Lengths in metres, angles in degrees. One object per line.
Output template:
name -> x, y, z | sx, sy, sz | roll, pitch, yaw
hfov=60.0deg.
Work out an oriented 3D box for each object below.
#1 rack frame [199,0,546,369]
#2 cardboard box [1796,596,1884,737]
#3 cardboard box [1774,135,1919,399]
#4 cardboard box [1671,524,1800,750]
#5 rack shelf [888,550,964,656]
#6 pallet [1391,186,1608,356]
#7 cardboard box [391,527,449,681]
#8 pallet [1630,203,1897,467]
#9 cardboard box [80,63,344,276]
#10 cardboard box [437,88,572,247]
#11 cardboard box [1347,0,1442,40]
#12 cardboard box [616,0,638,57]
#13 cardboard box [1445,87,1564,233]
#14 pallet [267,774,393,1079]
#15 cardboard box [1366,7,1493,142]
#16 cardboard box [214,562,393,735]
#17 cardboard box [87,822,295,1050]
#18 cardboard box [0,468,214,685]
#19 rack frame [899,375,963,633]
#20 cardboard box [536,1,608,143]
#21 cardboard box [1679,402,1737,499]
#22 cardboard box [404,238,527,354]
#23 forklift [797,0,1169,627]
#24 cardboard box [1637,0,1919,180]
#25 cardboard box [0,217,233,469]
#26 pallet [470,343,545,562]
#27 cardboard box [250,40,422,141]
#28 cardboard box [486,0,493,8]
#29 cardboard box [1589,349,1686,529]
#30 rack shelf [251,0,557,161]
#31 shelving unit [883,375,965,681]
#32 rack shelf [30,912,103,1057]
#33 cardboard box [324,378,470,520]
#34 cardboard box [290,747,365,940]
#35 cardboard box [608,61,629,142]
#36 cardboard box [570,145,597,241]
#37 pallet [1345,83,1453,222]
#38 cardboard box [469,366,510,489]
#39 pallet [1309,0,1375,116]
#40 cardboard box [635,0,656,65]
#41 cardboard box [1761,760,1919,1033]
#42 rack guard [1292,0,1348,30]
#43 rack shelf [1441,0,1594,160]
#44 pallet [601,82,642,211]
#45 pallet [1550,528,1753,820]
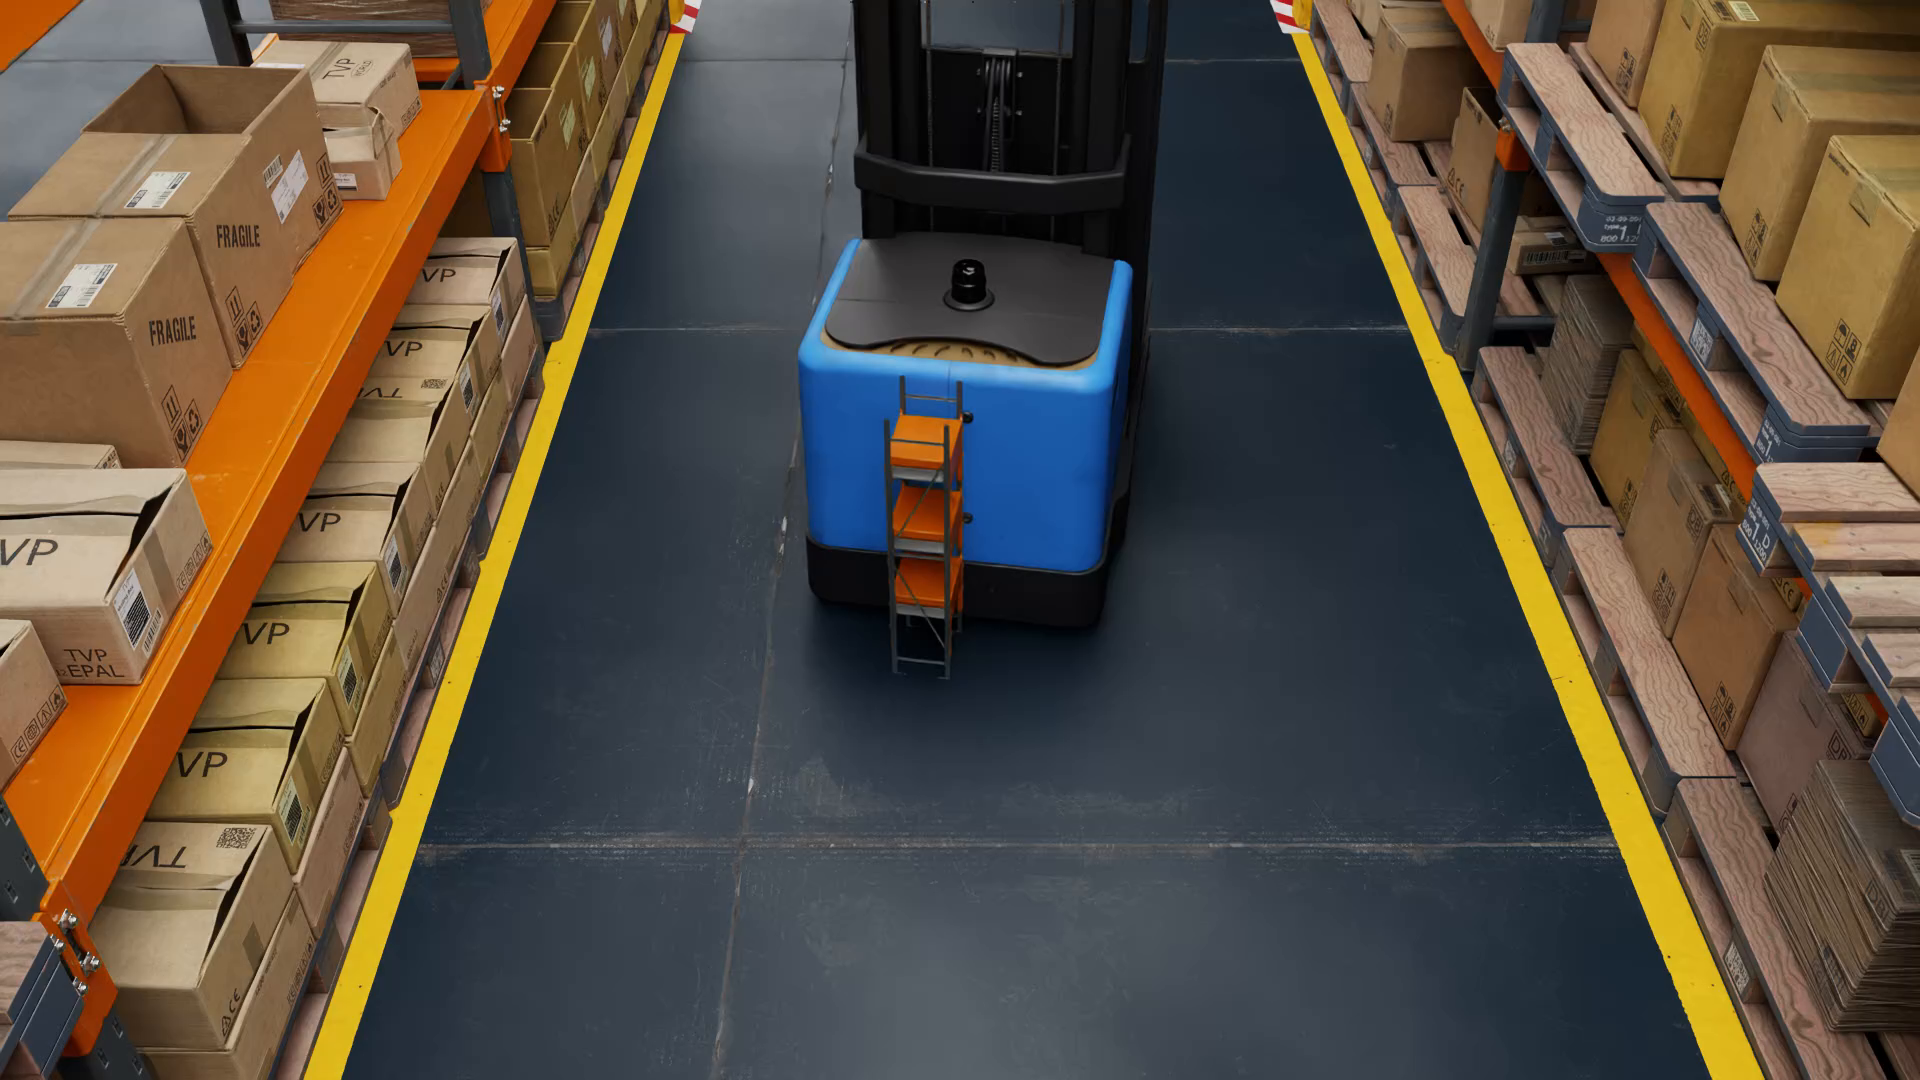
rack frame -> -2.301, -1.921, 6.248 | 1.000, 3.000, 0.127 | 0, 39, 0
cardboard box -> 2.667, 0.279, 4.550 | 0.500, 0.250, 0.500 | 1, 39, 1
cardboard box -> 2.623, -0.709, 4.304 | 0.700, 0.500, 0.500 | 0, 39, 0
cardboard box -> 2.691, 0.295, 5.130 | 0.700, 0.500, 0.500 | 0, 39, 0
rack shelf -> -0.111, 0.206, 5.615 | 0.215, 0.259, 0.240 | 6, 39, 7
pallet -> 2.617, -1.258, 7.652 | 1.003, 0.211, 1.213 | 0, 39, 0
cardboard box -> -2.011, 0.202, 5.462 | 0.500, 0.250, 0.500 | 1, 39, 1
pallet -> 2.614, -0.588, 4.739 | 1.003, 0.211, 1.213 | 0, 39, 0
cardboard box -> -2.316, -1.150, 5.206 | 0.500, 0.500, 0.500 | 3, 39, 3
cardboard box -> -1.988, -1.594, 7.104 | 0.500, 0.500, 0.500 | 0, 39, 0
cardboard box -> 2.559, -3.118, 9.540 | 0.500, 0.311, 0.500 | -4, 39, -5
cardboard box -> -1.991, -2.845, 8.665 | 0.500, 0.500, 0.500 | 0, 39, 0
cardboard box -> 2.612, -1.772, 7.709 | 0.500, 0.500, 0.500 | -3, 39, -3
pallet -> -2.258, 1.154, 4.641 | 1.003, 0.211, 1.213 | 0, 39, 0
cardboard box -> 2.511, -2.376, 8.464 | 0.700, 0.500, 0.500 | -2, 39, -3
cardboard box -> -2.010, 0.296, 4.897 | 0.500, 0.311, 0.500 | -1, 39, -1
cardboard box -> -2.003, 0.943, 4.089 | 0.500, 0.311, 0.500 | 1, 39, 1
cardboard box -> -2.103, 0.056, 3.853 | 0.500, 0.311, 0.500 | 0, 39, -1
rack frame -> -0.091, -0.095, 5.529 | 0.200, 1.050, 0.008 | 6, 39, 7
cardboard box -> -1.989, -2.220, 7.885 | 0.500, 0.500, 0.500 | 0, 39, 0
cardboard box -> 2.679, -0.354, 5.341 | 0.500, 0.250, 0.500 | -1, 39, -1
cardboard box -> -2.014, -0.977, 6.485 | 0.500, 0.311, 0.500 | 0, 39, 0
forklift -> 0.213, -1.762, 6.105 | 1.130, 2.935, 3.031 | 6, 39, 7
cardboard box -> 2.613, -1.470, 5.253 | 0.700, 0.500, 0.500 | 4, 39, 5
cardboard box -> -2.314, -0.508, 4.405 | 0.500, 0.500, 0.500 | -2, 39, -2
pallet -> -2.261, -0.372, 6.545 | 1.003, 0.211, 1.213 | 0, 39, 0
cardboard box -> -2.256, -1.554, 5.911 | 0.500, 0.250, 0.500 | 2, 39, 3
cardboard box -> -2.315, -2.567, 6.975 | 0.700, 0.500, 0.500 | 0, 39, -1
cardboard box -> 2.721, -0.339, 5.922 | 0.700, 0.500, 0.500 | -1, 39, -1
rack shelf -> -2.303, -2.891, 8.034 | 1.077, 0.370, 4.000 | 0, 39, 0
shelving unit -> -0.111, -0.020, 5.435 | 0.215, 1.050, 0.252 | 6, 39, 7
rack shelf -> -2.294, 2.112, 1.791 | 1.077, 0.370, 4.000 | 0, 39, 0
cardboard box -> -2.008, -0.340, 5.690 | 0.500, 0.311, 0.500 | 0, 39, 0
cardboard box -> -2.004, 0.848, 4.656 | 0.500, 0.250, 0.500 | -1, 39, -1
cardboard box -> -1.995, -2.240, 8.509 | 0.500, 0.250, 0.500 | 0, 39, 0
cardboard box -> -1.994, -1.614, 7.729 | 0.500, 0.250, 0.500 | 0, 39, 0
pallet -> 2.613, -2.023, 8.606 | 1.003, 0.211, 1.213 | 0, 39, 0
cardboard box -> -2.012, -0.436, 6.259 | 0.500, 0.250, 0.500 | -1, 39, -1
pallet -> 2.614, -2.784, 9.556 | 1.003, 0.211, 1.213 | 0, 39, 0
cardboard box -> -1.997, -2.865, 9.290 | 0.500, 0.250, 0.500 | 0, 39, 0
cardboard box -> 2.605, 0.928, 4.340 | 0.700, 0.500, 0.500 | 0, 39, 1
rack guard -> 2.648, -3.405, 10.099 | 1.175, 0.500, 0.348 | 0, 39, 0
rack shelf -> 2.651, -2.897, 8.041 | 1.077, 0.370, 4.000 | 0, 39, 0
pallet -> -2.264, -2.095, 8.695 | 1.003, 0.211, 1.213 | 0, 39, 0
pallet -> 2.660, 0.413, 5.566 | 1.003, 0.211, 1.213 | 0, 39, 0
